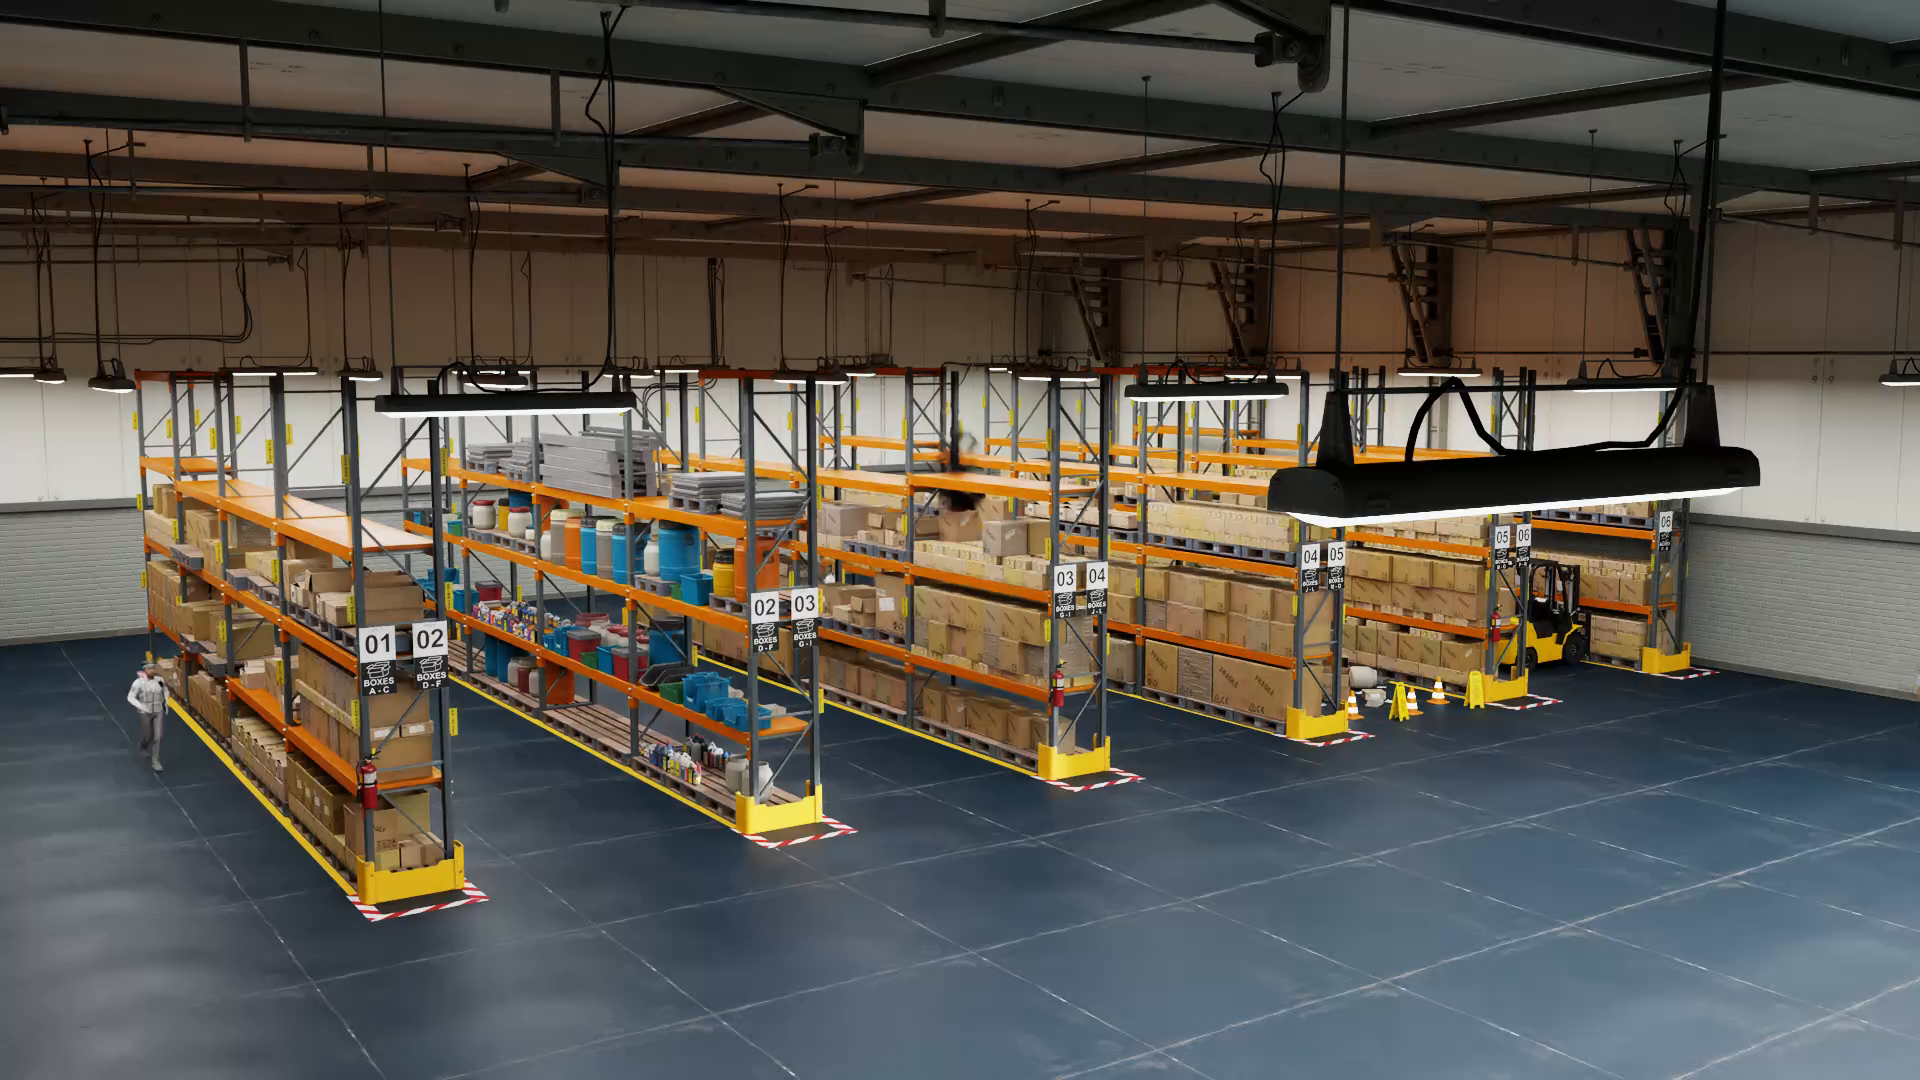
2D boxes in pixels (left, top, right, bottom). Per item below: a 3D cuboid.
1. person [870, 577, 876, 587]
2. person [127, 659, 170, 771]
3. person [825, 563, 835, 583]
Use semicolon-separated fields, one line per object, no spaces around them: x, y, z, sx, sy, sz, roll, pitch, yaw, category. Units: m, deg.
-2.147;0.749;41.839;0.550;1.725;0.727;4;7;30;person
-12.375;2.643;25.413;0.623;1.688;0.785;-5;8;-39;person
-2.768;1.337;36.914;0.561;1.726;0.750;-5;8;-39;person
